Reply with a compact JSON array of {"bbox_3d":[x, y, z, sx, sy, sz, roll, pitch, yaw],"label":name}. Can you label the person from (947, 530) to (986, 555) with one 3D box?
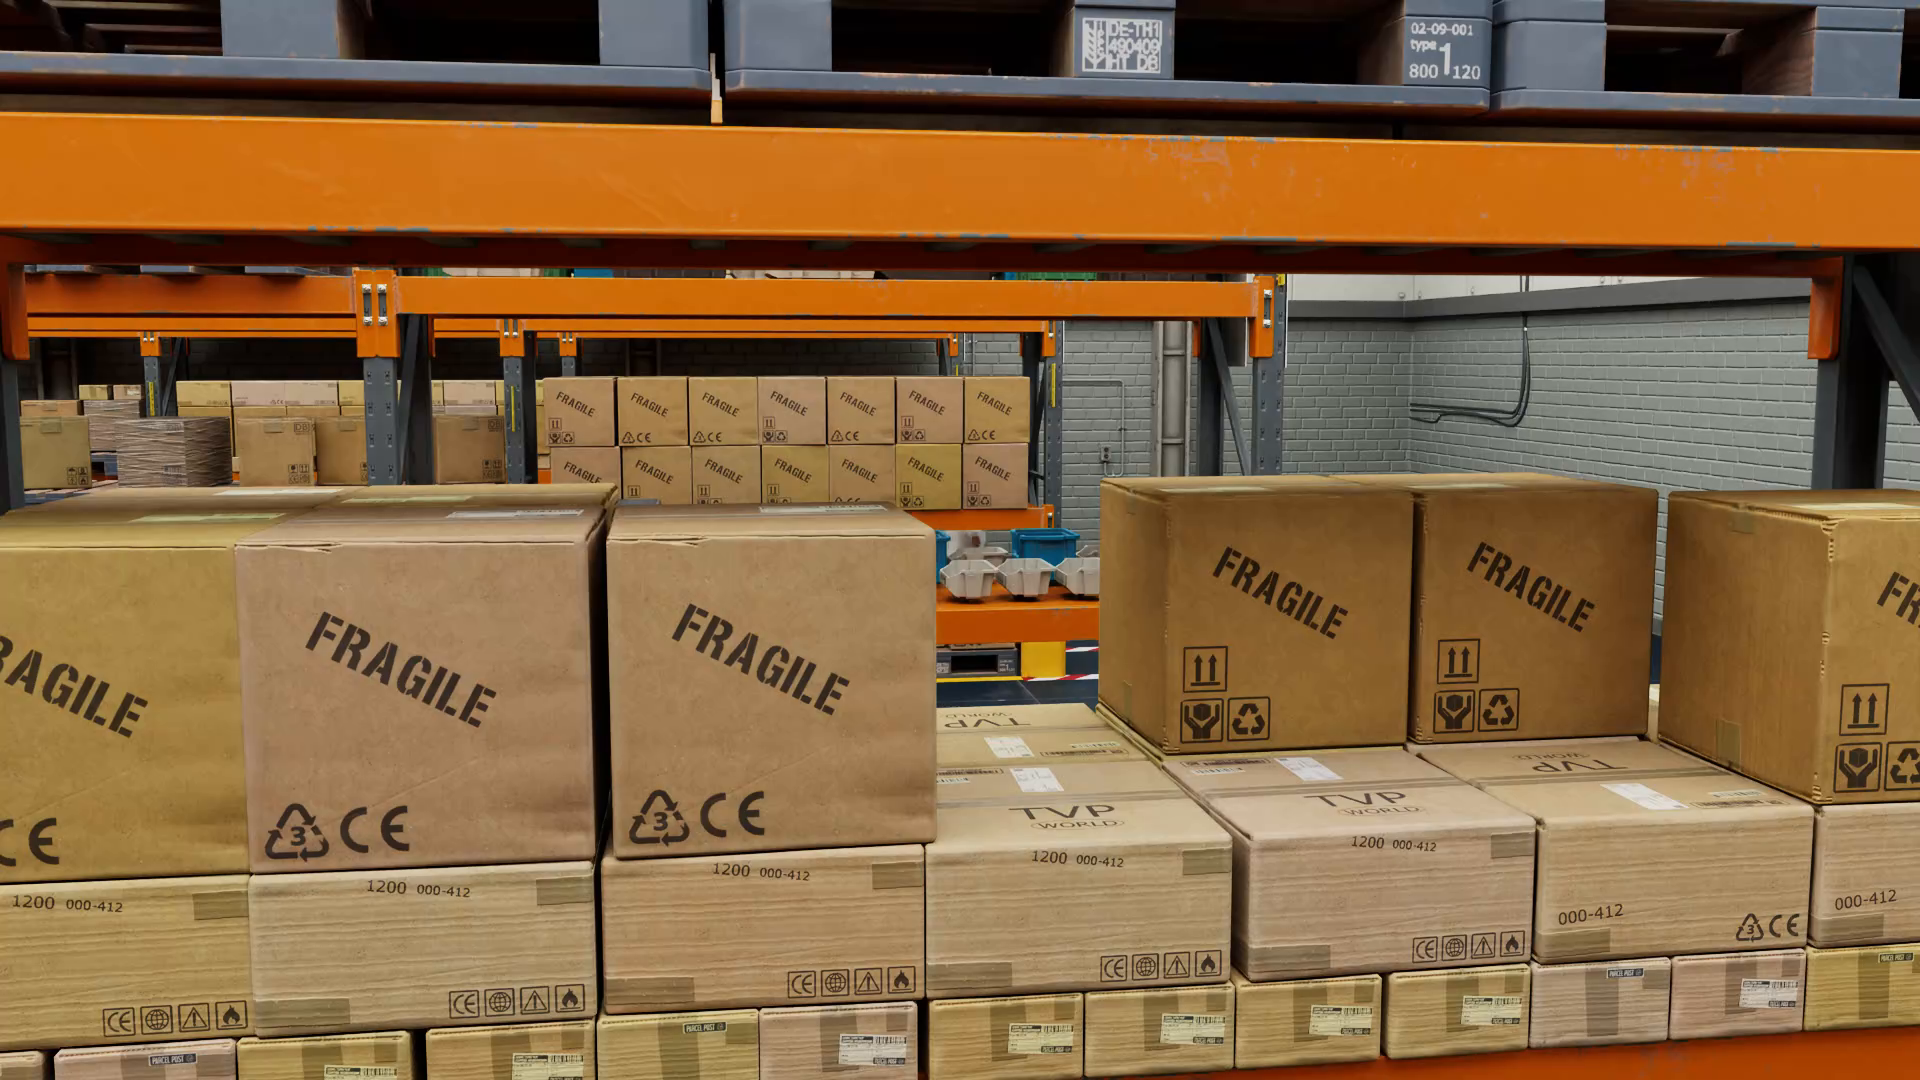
[{"bbox_3d":[-0.020,-0.062,14.733,0.560,1.773,0.752,-3,7,-22],"label":"person"}]
